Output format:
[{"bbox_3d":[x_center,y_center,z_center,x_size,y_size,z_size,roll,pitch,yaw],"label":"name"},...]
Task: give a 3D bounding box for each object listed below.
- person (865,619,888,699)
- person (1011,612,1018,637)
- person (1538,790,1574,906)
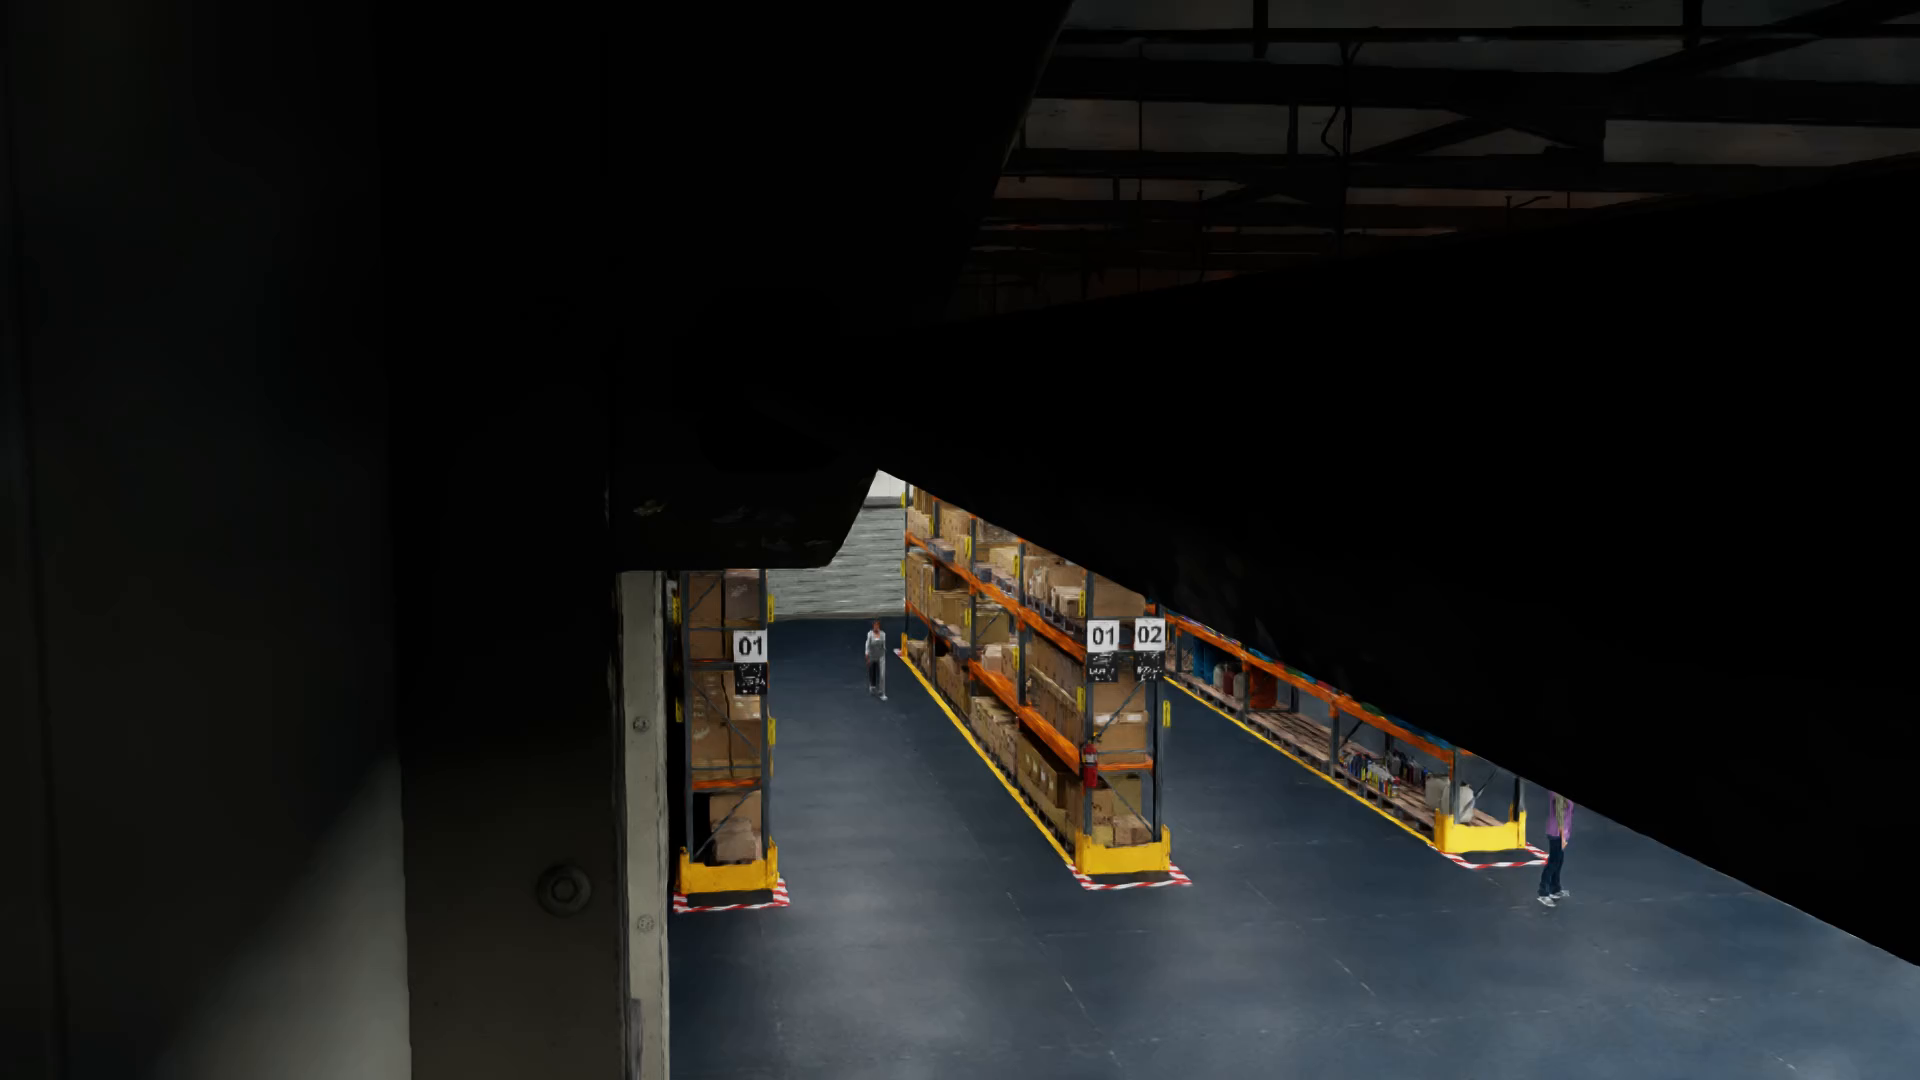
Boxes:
[{"bbox_3d":[-1.613,2.257,31.894,0.417,1.517,1.037,-1,6,-7],"label":"person"},{"bbox_3d":[1.223,1.940,34.139,0.385,1.678,0.591,-2,6,-20],"label":"person"},{"bbox_3d":[7.061,3.514,19.669,0.393,1.565,0.565,1,6,13],"label":"person"}]
